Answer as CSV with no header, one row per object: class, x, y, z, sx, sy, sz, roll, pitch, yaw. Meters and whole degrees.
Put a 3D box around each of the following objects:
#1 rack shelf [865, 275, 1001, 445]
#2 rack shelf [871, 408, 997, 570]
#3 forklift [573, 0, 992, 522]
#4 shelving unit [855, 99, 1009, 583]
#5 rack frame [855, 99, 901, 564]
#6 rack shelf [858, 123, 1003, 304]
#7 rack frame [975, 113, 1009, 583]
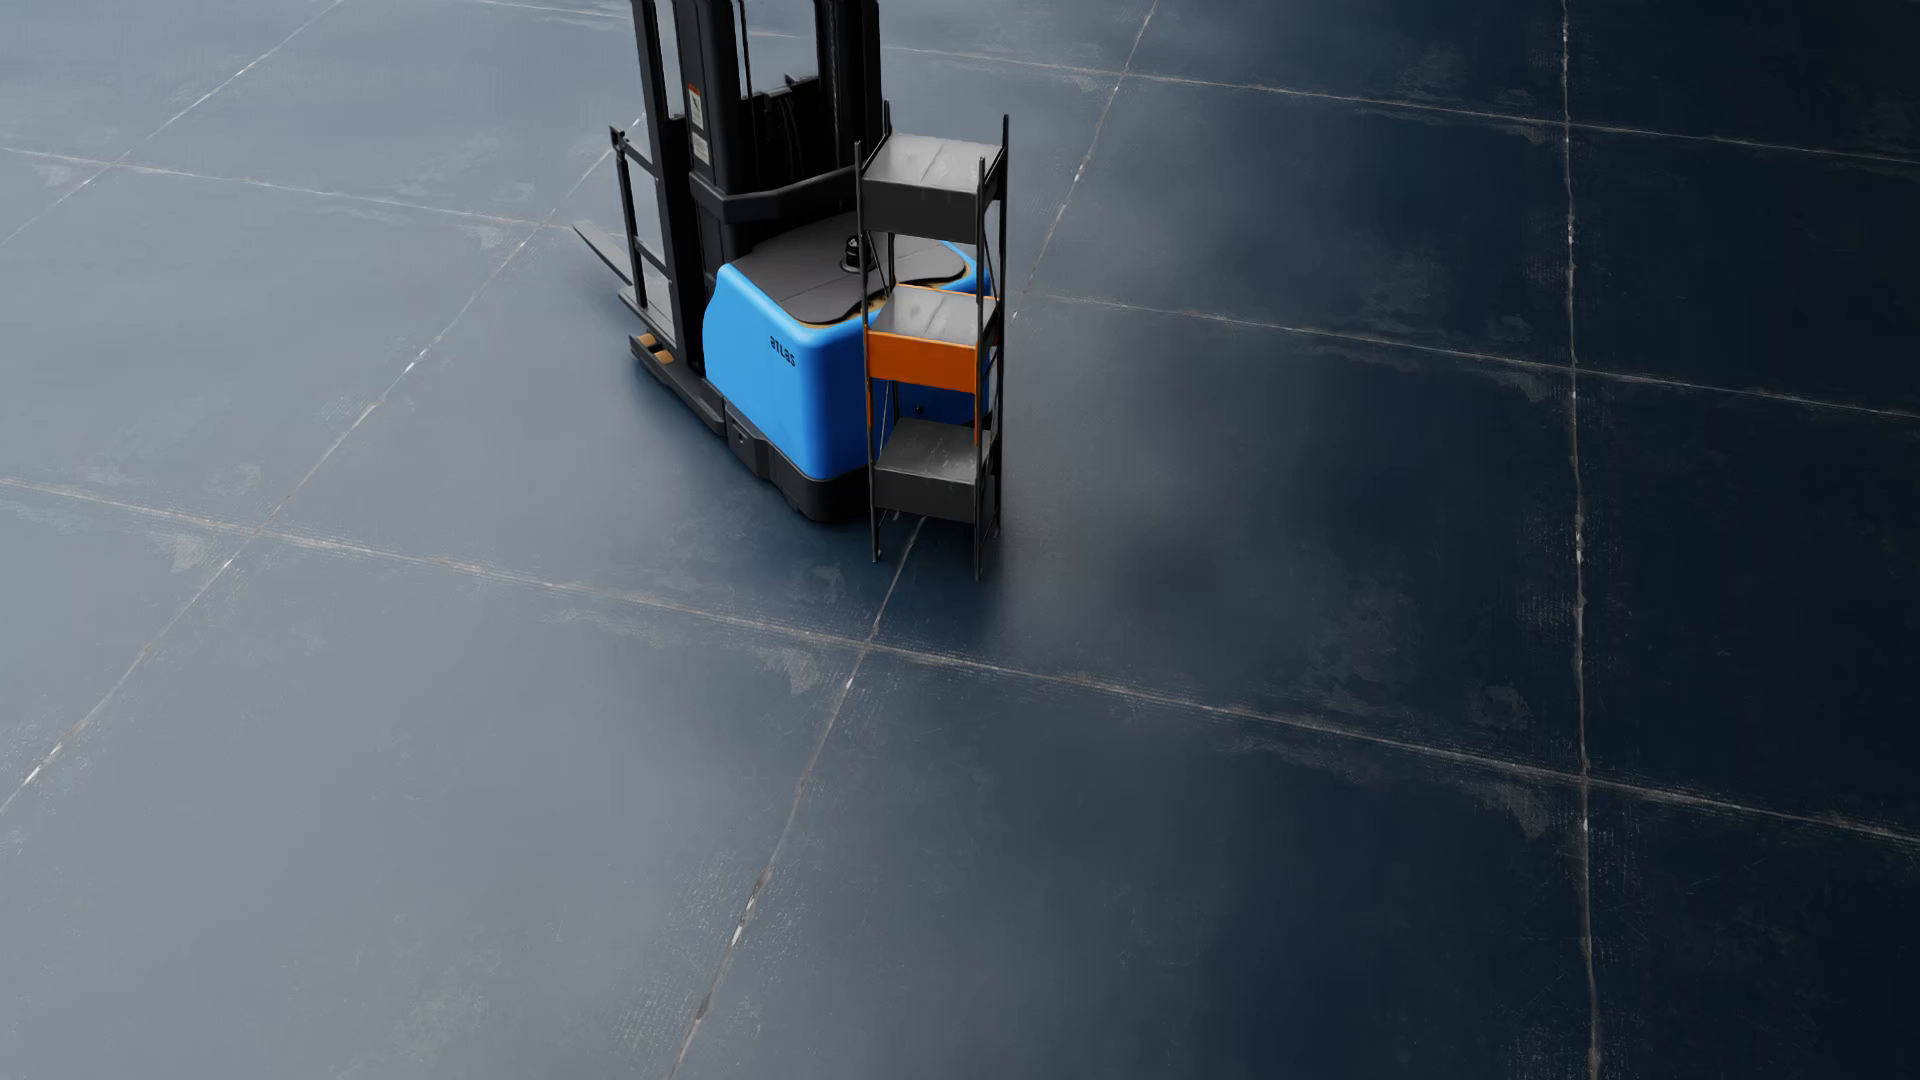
rack shelf,-0.105,-0.768,7.077,0.480,0.518,0.431,10,41,12
rack shelf,-0.105,-0.232,7.527,0.480,0.518,0.431,10,41,12
forklift,-1.100,-2.116,8.016,1.130,2.935,3.031,-24,46,-26
shelving unit,-0.105,-0.778,7.068,0.503,2.100,0.431,10,41,12
rack frame,-0.340,-0.820,7.118,0.015,2.100,0.400,10,41,12
rack shelf,-0.105,-1.304,6.627,0.480,0.518,0.431,10,41,12
rack frame,0.131,-0.736,7.019,0.015,2.100,0.400,10,41,12
